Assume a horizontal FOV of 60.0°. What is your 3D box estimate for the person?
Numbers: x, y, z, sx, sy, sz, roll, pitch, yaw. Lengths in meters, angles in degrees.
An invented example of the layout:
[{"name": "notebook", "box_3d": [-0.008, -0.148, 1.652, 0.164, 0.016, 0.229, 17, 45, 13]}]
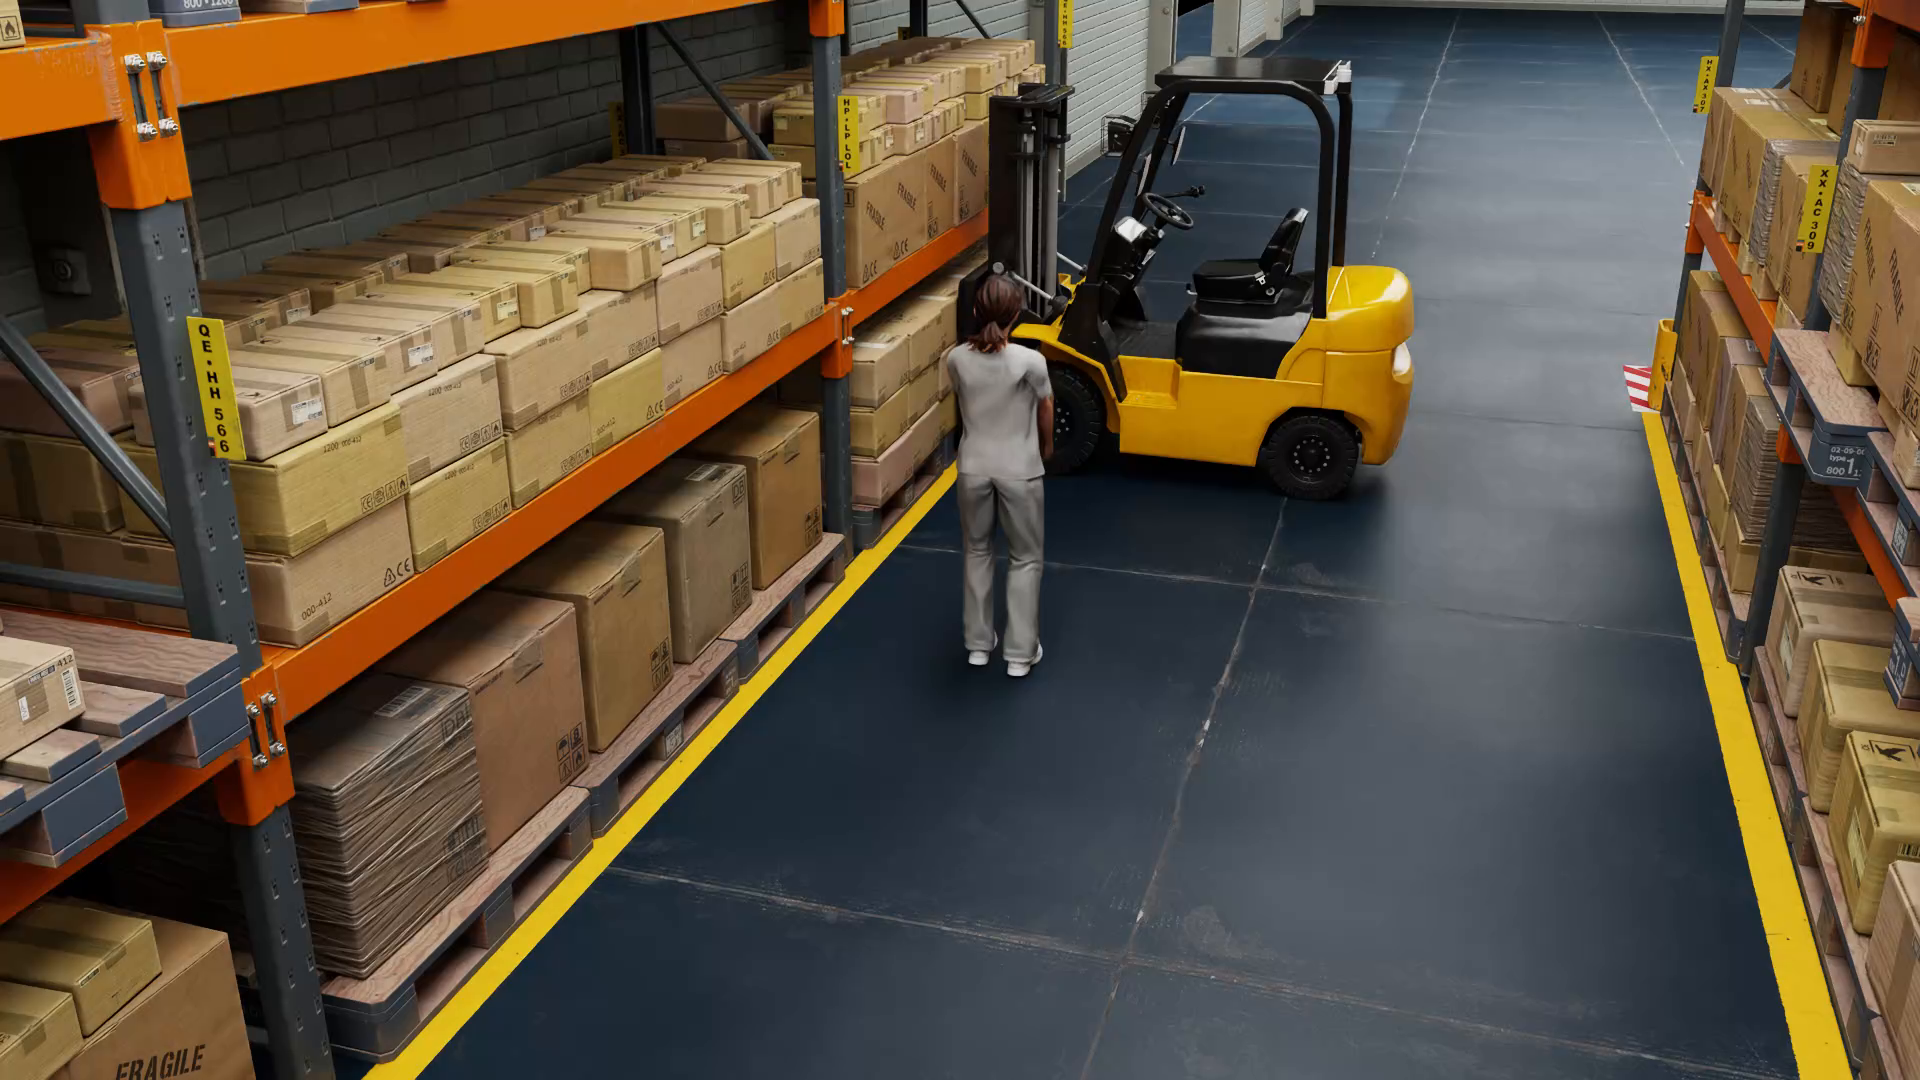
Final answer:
[{"name": "person", "box_3d": [0.176, -0.279, 6.799, 0.409, 1.668, 0.508, 6, 23, 15]}]
